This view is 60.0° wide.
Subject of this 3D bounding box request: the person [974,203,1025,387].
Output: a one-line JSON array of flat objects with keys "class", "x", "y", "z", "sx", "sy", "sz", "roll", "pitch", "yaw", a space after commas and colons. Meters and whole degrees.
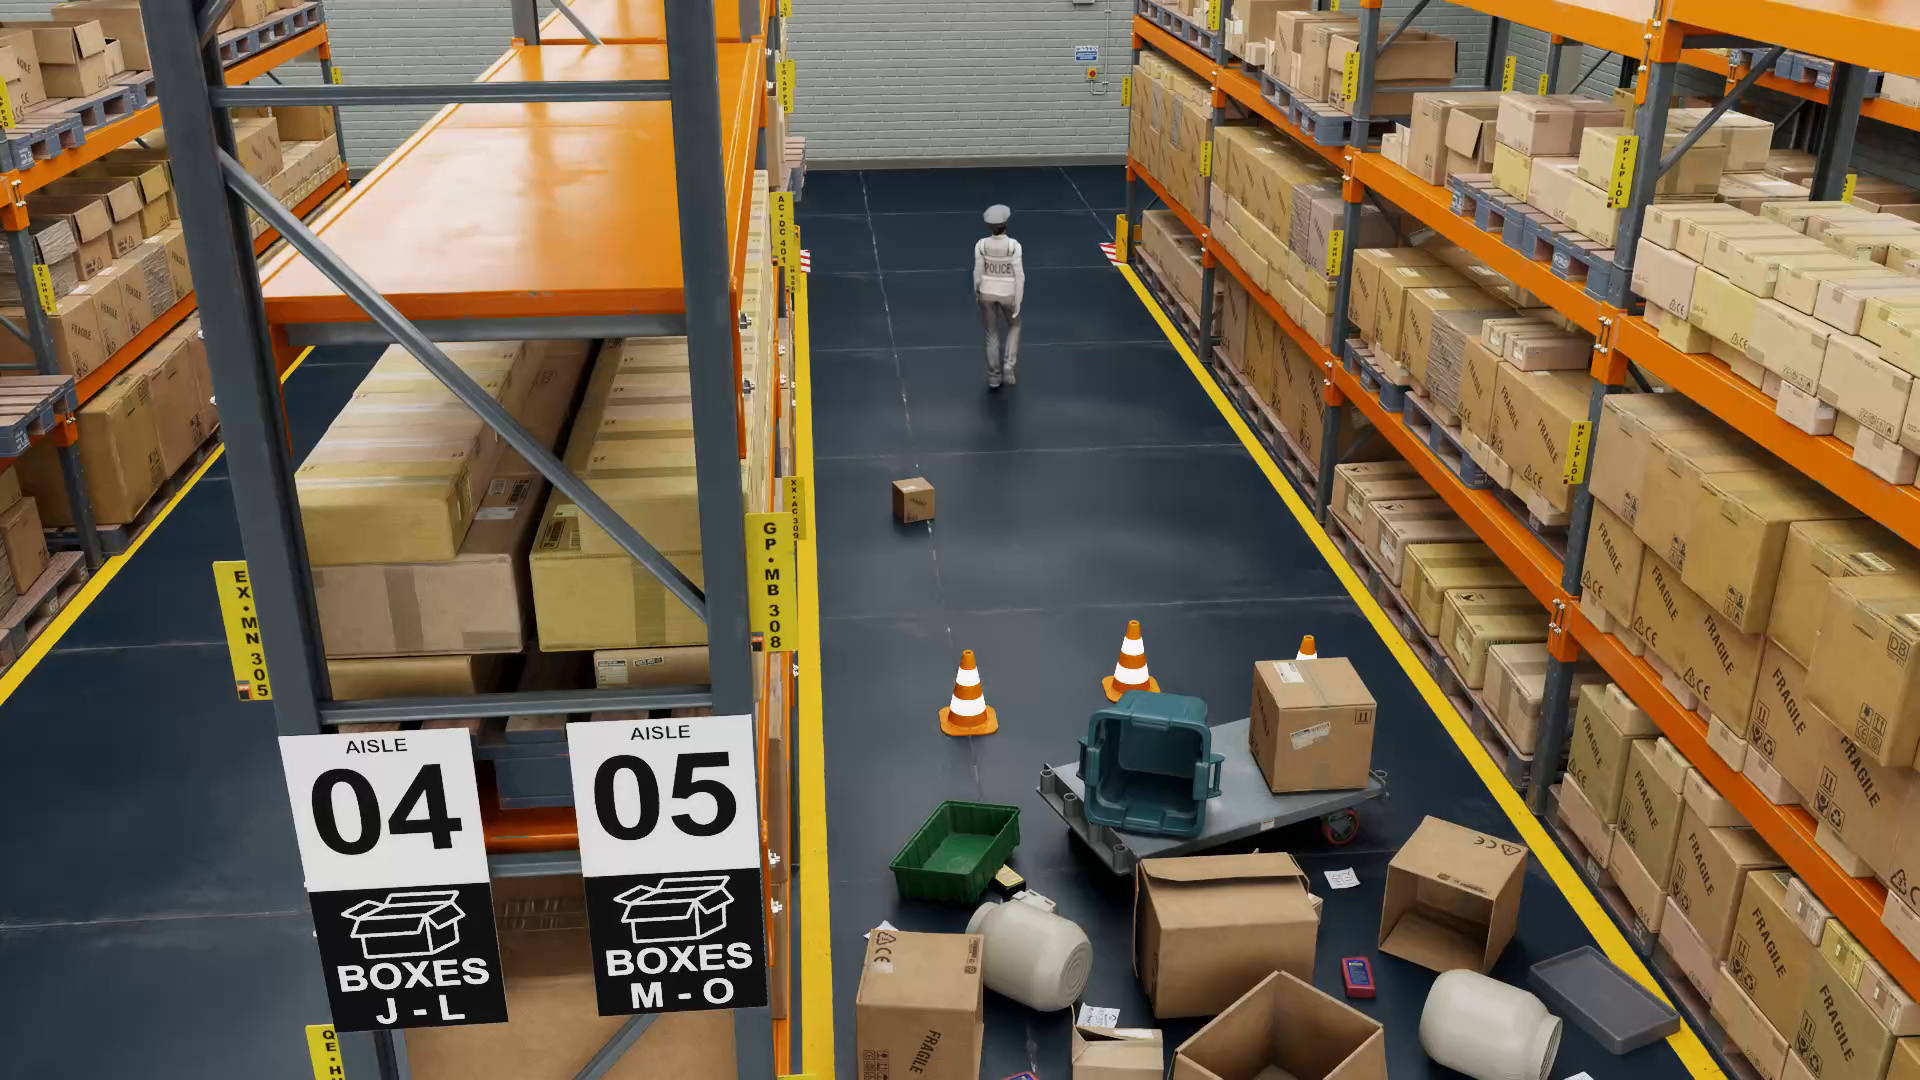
[{"class": "person", "x": 0.364, "y": -2.243, "z": 15.350, "sx": 0.477, "sy": 1.736, "sz": 0.481, "roll": 2, "pitch": 24, "yaw": 5}]
